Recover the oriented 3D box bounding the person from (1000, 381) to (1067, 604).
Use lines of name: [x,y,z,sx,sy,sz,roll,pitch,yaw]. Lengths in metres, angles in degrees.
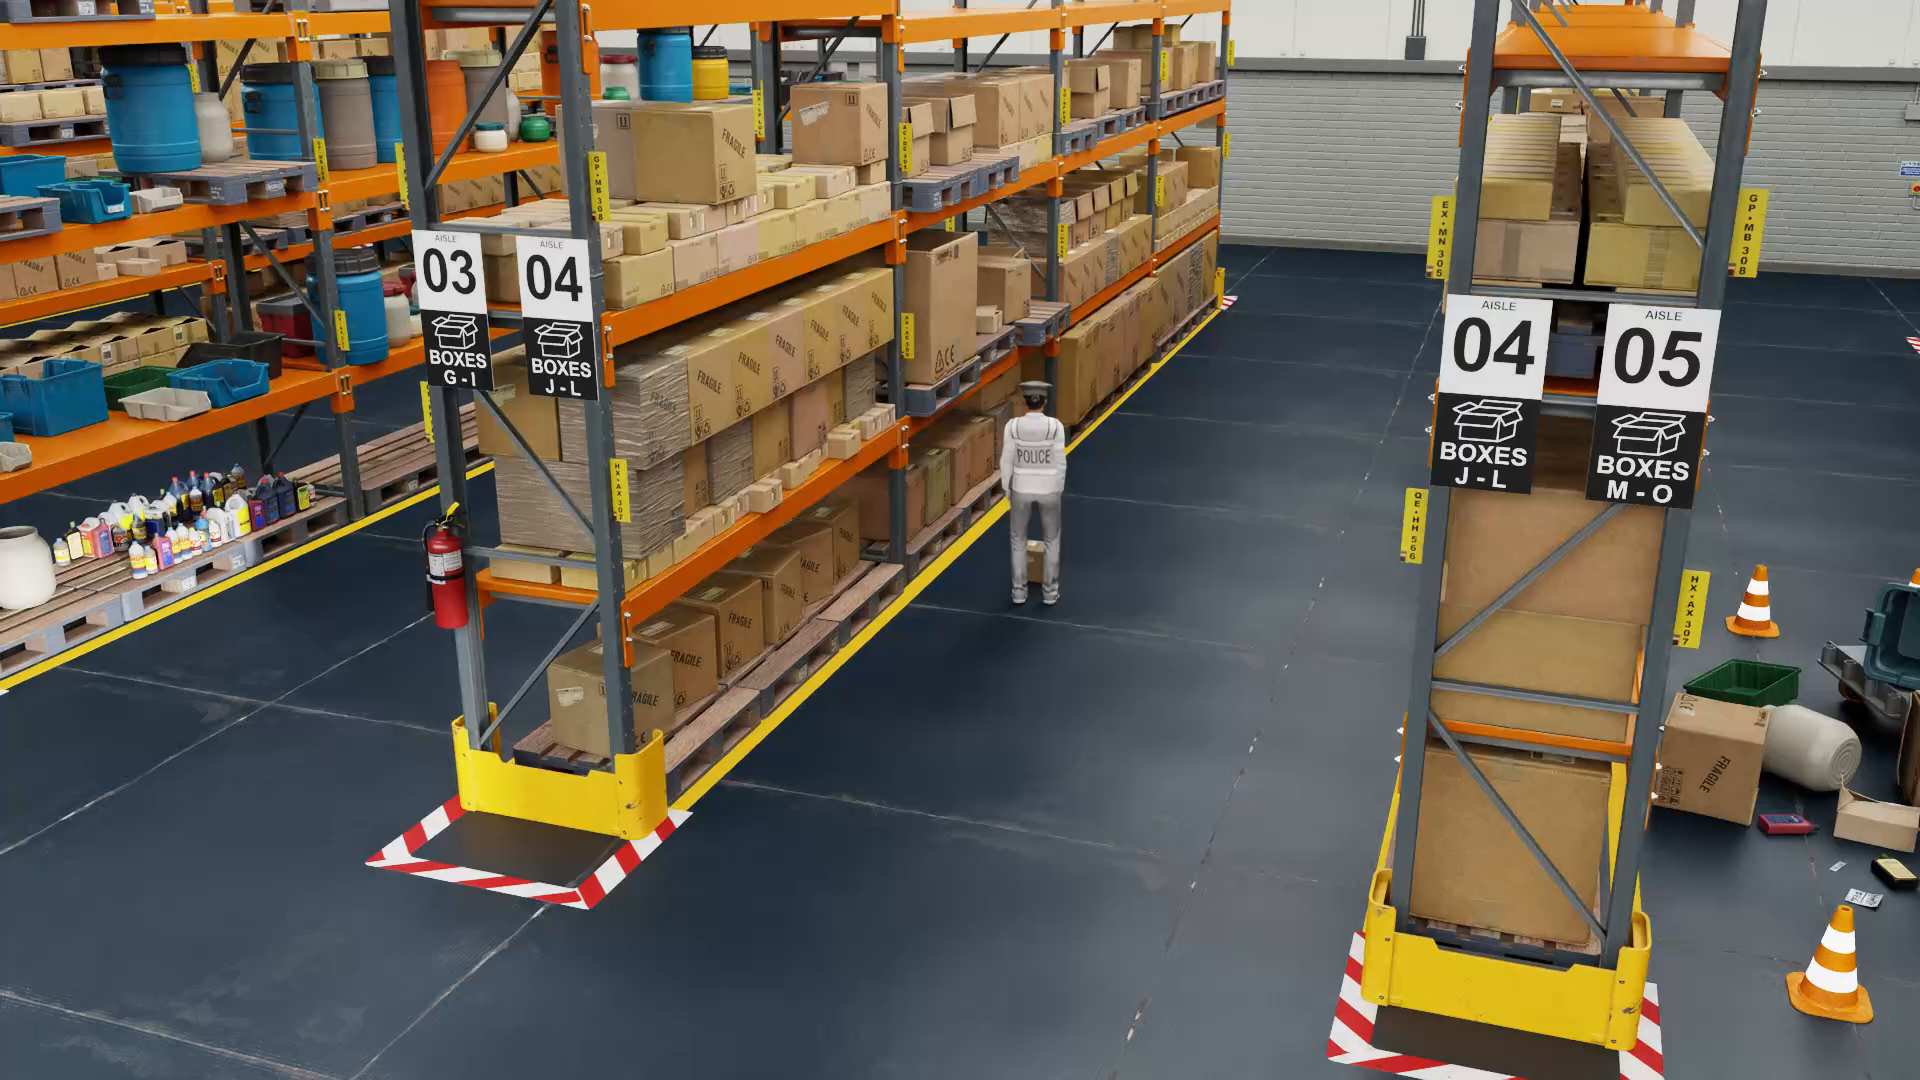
person: [0.531,-0.339,12.095,0.485,1.651,0.381,2,19,6]
